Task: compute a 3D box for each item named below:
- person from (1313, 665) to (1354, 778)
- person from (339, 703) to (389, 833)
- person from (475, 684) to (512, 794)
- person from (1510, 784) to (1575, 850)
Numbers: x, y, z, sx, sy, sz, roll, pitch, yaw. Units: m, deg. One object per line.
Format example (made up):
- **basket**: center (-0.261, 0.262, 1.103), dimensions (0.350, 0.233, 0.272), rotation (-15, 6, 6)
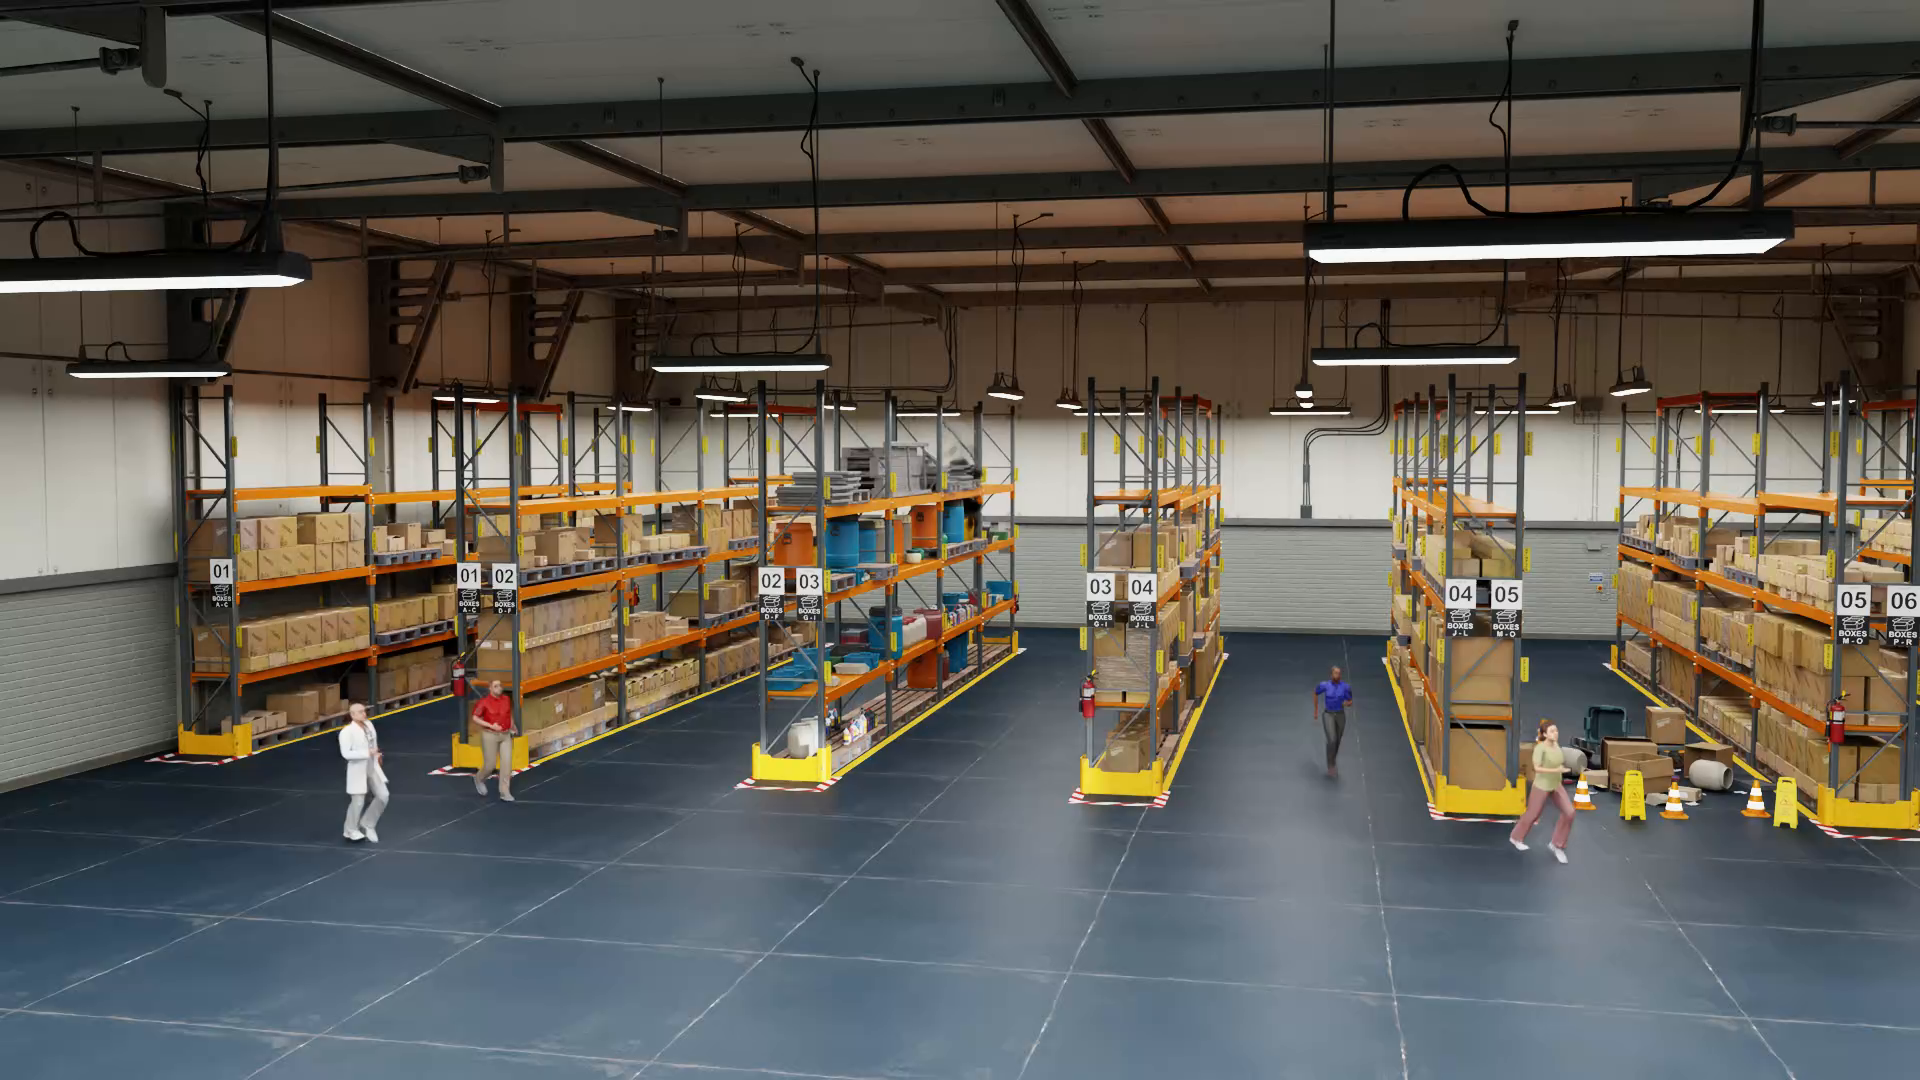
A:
- **person**: center (5.707, 2.762, 25.366), dimensions (0.537, 1.712, 0.827), rotation (0, 3, -5)
- **person**: center (-7.513, 2.887, 20.961), dimensions (0.719, 1.666, 0.684), rotation (2, 4, 33)
- **person**: center (-6.639, 2.818, 23.664), dimensions (0.606, 1.564, 0.414), rotation (3, 4, 44)
- **person**: center (7.104, 3.284, 20.271), dimensions (0.363, 0.879, 0.772), rotation (-2, 4, -27)
